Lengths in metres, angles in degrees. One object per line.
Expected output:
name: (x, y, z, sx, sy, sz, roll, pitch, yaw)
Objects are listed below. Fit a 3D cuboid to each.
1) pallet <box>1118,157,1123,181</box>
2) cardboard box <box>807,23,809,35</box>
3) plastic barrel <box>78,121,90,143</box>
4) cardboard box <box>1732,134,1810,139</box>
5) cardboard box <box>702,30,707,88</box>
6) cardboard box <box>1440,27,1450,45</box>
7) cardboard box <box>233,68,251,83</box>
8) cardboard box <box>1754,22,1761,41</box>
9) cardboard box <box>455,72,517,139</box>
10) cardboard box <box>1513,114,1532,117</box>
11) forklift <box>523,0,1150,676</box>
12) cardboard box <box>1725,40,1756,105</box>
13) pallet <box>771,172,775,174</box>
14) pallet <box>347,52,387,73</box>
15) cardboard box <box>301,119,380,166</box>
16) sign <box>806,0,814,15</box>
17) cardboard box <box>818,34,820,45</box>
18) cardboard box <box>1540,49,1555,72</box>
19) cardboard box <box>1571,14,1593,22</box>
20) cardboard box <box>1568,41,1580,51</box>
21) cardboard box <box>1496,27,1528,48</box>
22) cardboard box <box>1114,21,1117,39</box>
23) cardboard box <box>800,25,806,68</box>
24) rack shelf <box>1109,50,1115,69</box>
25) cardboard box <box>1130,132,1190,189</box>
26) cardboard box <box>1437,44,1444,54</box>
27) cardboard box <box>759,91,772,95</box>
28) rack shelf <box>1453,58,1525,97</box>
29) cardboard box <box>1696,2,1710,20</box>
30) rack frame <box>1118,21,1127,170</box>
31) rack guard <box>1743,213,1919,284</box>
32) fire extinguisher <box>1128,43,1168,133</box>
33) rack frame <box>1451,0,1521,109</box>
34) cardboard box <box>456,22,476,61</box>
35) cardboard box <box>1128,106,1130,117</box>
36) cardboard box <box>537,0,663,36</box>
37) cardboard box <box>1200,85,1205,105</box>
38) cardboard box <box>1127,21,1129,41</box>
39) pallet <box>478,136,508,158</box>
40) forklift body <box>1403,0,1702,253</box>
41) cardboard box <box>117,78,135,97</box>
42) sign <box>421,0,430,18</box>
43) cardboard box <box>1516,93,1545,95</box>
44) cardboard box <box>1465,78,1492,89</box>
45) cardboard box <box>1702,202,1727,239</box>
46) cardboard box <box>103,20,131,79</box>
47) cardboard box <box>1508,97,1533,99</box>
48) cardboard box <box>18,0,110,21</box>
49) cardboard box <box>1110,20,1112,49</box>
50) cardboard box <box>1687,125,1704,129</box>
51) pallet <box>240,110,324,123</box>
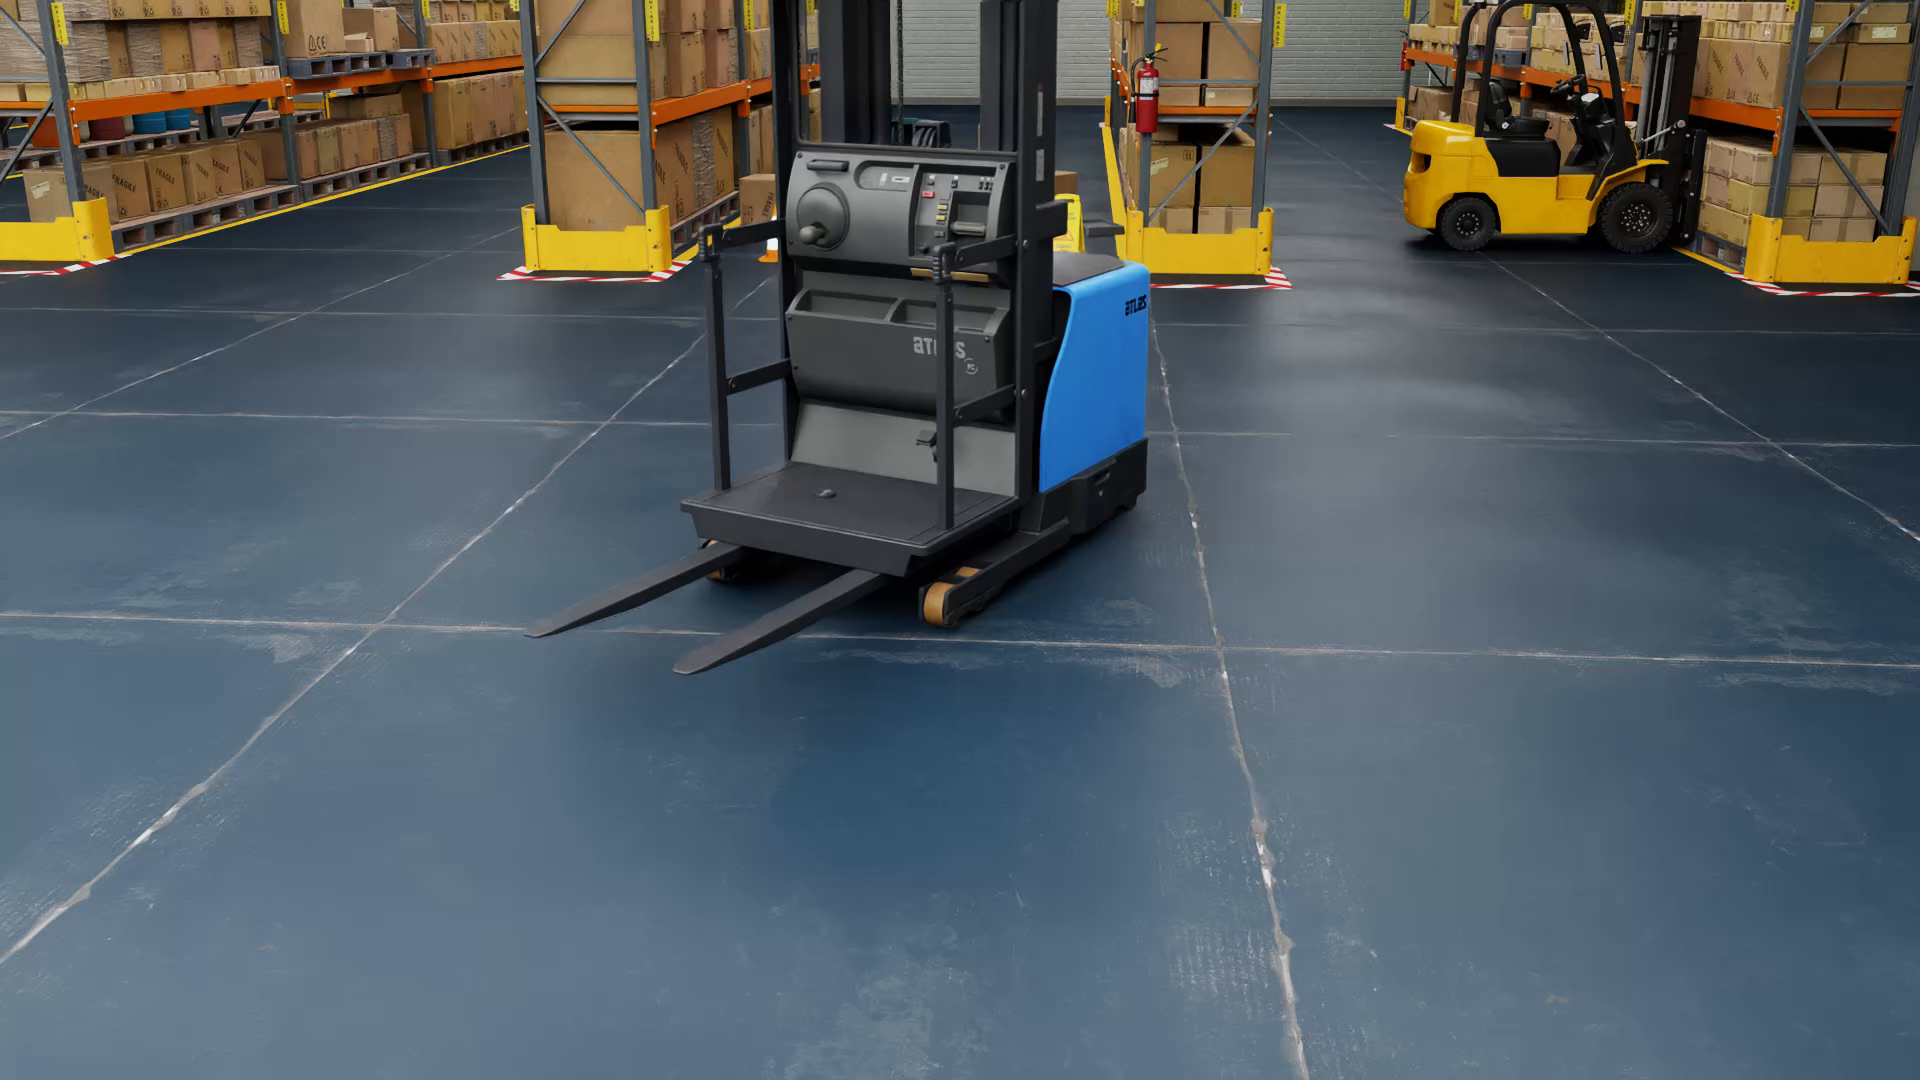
pallet: (2.462, -4.537, 20.430, 1.003, 0.211, 1.213, 1, 18, 4)
cardboard box: (-2.173, -6.635, 21.607, 0.380, 0.149, 0.250, 2, 18, 7)
plastic barrel: (-12.336, -5.784, 23.078, 0.421, 0.512, 0.421, 0, 18, 0)
cardboard box: (7.242, -3.493, 14.902, 0.500, 0.250, 0.500, 1, 18, 3)
cardboard box: (-2.900, -4.562, 15.786, 0.875, 0.550, 0.550, 1, 18, 4)
cardboard box: (7.571, -7.627, 25.146, 0.500, 0.250, 0.500, 1, 18, 4)
cardboard box: (-7.480, -4.737, 16.967, 0.380, 0.149, 0.250, 1, 18, 4)
cardboard box: (6.711, -4.140, 13.537, 0.380, 0.149, 0.250, 2, 18, 5)
cardboard box: (-7.168, -6.282, 24.014, 1.225, 0.875, 0.875, 1, 18, 2)
cardboard box: (7.286, -5.143, 21.142, 0.500, 0.500, 0.500, 2, 18, 6)
forklift: (-0.347, -1.239, 5.997, 1.130, 2.935, 3.031, 10, 21, 28)
cardboard box: (6.717, -3.878, 13.779, 0.500, 0.500, 0.500, 2, 18, 6)
pallet: (-2.647, -4.238, 19.517, 1.003, 0.211, 1.213, 1, 18, 4)
pallet: (-7.466, -5.619, 19.563, 1.003, 0.211, 1.213, 1, 18, 4)
cardboard box: (-7.454, -4.790, 20.032, 0.700, 0.500, 0.500, 3, 18, 9)
sign: (-1.872, -6.723, 20.763, 0.100, 0.325, 0.005, 1, 18, 4)
cardboard box: (-2.099, -6.810, 22.619, 0.380, 0.149, 0.250, 2, 18, 5)
cardboard box: (7.154, -5.635, 19.545, 0.500, 0.250, 0.500, 1, 18, 3)
cardboard box: (7.072, -5.857, 18.780, 0.380, 0.149, 0.250, 2, 18, 5)
cardboard box: (7.091, -5.552, 18.488, 0.500, 0.250, 0.500, 2, 18, 5)
cardboard box: (7.223, -6.458, 21.382, 0.500, 0.250, 0.500, 0, 18, 1)
cardboard box: (2.493, -7.383, 24.076, 0.500, 0.250, 0.500, 1, 18, 2)
cardboard box: (-2.190, -6.086, 20.517, 0.500, 0.500, 0.500, 1, 18, 4)
rack shelf: (2.949, -7.626, 26.536, 1.077, 0.370, 4.000, 1, 18, 4)
cardboard box: (1.820, -3.443, 15.150, 0.500, 0.500, 0.500, 1, 18, 3)
cardboard box: (7.556, -7.546, 25.539, 0.380, 0.149, 0.250, 1, 18, 3)
cardboard box: (-2.638, -5.770, 21.851, 0.500, 0.250, 0.500, 1, 18, 3)
rack shelf: (7.614, -6.275, 22.410, 1.077, 0.370, 4.000, 1, 18, 4)
cardboard box: (6.851, -4.756, 14.940, 0.380, 0.149, 0.250, 1, 18, 4)
rack frame: (2.519, -6.105, 20.737, 1.000, 3.000, 0.127, 1, 18, 4)
rack guard: (6.895, -2.315, 13.186, 1.175, 0.500, 0.348, 1, 18, 4)
fire extinguisher: (1.478, -3.558, 13.089, 0.296, 0.674, 0.183, 1, 18, 4)
rack frame: (7.757, -7.238, 24.194, 1.000, 3.000, 0.127, 1, 18, 4)
cardboard box: (-6.991, -6.838, 22.813, 0.500, 0.500, 0.500, 1, 18, 3)
cardboard box: (1.852, -4.205, 16.435, 0.380, 0.149, 0.250, 2, 18, 5)
cardboard box: (-2.934, -4.398, 13.553, 0.875, 0.550, 0.550, 1, 18, 4)
cardboard box: (2.180, -3.680, 13.741, 0.380, 0.149, 0.250, 2, 18, 5)
cardboard box: (2.151, -5.876, 18.727, 0.500, 0.500, 0.500, 1, 18, 2)
pallet: (-7.144, -5.622, 23.742, 1.003, 0.211, 1.213, 1, 18, 4)
forklift body: (5.213, -3.737, 14.873, 2.313, 2.155, 1.214, 1, 18, 4)
cardboard box: (-7.614, -4.038, 14.832, 0.380, 0.149, 0.250, 1, 18, 4)
sign: (-6.823, -6.829, 21.216, 0.100, 0.325, 0.005, 1, 18, 4)
cardboard box: (7.930, -6.115, 23.065, 0.380, 0.149, 0.250, 2, 18, 5)
cardboard box: (7.526, -6.592, 24.044, 0.380, 0.149, 0.250, 1, 18, 3)
cardboard box: (6.660, -2.711, 14.120, 0.500, 0.250, 0.500, 1, 18, 4)
cardboard box: (-7.956, -4.358, 14.769, 0.875, 0.500, 0.500, 1, 18, 4)
cardboard box: (7.386, -5.799, 22.101, 0.380, 0.149, 0.250, 1, 18, 3)
cardboard box: (-7.628, -4.670, 14.114, 0.500, 0.500, 0.500, 1, 18, 4)
cardboard box: (2.772, -8.494, 27.869, 0.500, 0.500, 0.500, 1, 18, 3)
cardboard box: (6.789, -3.819, 15.897, 0.500, 0.250, 0.500, 1, 18, 4)
pallet: (-11.830, -7.341, 28.987, 1.003, 0.211, 1.213, 1, 18, 4)
